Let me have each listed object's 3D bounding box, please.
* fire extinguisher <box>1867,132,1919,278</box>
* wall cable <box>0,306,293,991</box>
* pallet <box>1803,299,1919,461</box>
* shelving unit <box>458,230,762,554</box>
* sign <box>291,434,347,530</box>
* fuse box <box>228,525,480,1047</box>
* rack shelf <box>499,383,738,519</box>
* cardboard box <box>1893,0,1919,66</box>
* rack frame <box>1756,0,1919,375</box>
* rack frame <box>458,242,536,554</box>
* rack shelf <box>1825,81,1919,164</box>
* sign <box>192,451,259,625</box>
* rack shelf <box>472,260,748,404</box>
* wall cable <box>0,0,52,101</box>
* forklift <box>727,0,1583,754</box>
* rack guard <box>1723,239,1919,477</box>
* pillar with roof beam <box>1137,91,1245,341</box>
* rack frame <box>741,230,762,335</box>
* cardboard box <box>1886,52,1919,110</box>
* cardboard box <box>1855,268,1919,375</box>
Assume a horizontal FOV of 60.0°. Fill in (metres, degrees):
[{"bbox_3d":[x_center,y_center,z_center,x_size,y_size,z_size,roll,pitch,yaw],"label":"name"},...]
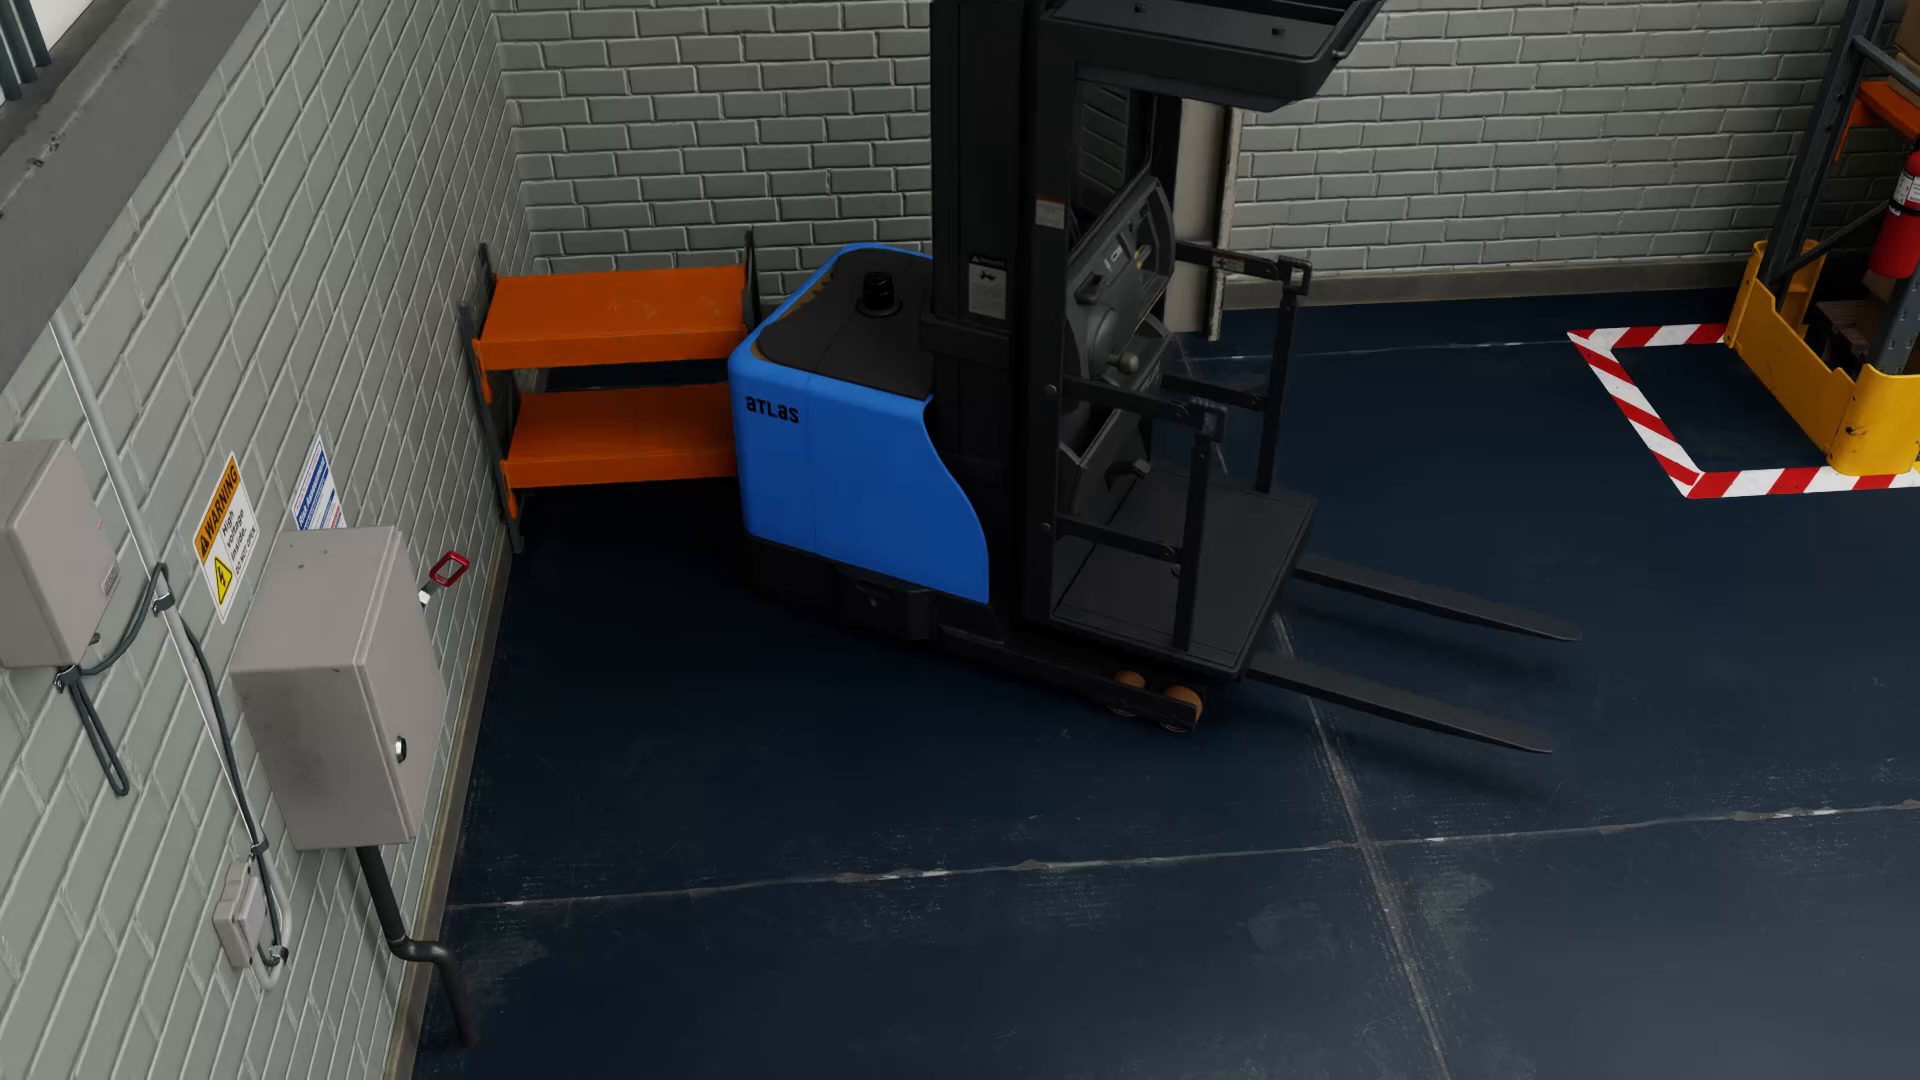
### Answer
[{"bbox_3d":[3.691,-1.341,6.392,0.183,0.674,0.296,-3,38,-4],"label":"fire extinguisher"},{"bbox_3d":[-1.512,0.302,3.126,0.122,1.984,0.588,-3,38,-4],"label":"wall cable"},{"bbox_3d":[4.666,-0.765,7.549,1.213,0.211,1.003,-3,38,-4],"label":"pallet"},{"bbox_3d":[-1.295,-0.573,6.549,1.048,1.125,0.538,-3,38,-3],"label":"shelving unit"},{"bbox_3d":[-1.666,0.015,4.386,0.001,0.494,0.329,-3,38,-4],"label":"sign"},{"bbox_3d":[-1.416,0.777,4.384,0.414,1.711,0.539,-3,38,-4],"label":"fuse box"},{"bbox_3d":[-1.291,-0.379,6.698,1.000,0.278,0.538,-3,38,-3],"label":"rack shelf"},{"bbox_3d":[4.231,-2.058,6.818,0.500,0.250,0.500,-2,38,-3],"label":"cardboard box"},{"bbox_3d":[3.796,-1.811,6.624,0.127,3.000,1.000,-3,38,-4],"label":"rack frame"},{"bbox_3d":[-1.802,-0.543,6.524,0.032,1.125,0.500,-3,38,-3],"label":"rack frame"},{"bbox_3d":[5.788,-1.638,6.986,4.000,0.370,1.077,-3,38,-4],"label":"rack shelf"},{"bbox_3d":[-1.617,-0.008,3.672,0.001,0.242,0.339,-3,38,-4],"label":"sign"},{"bbox_3d":[-1.300,-0.805,6.371,1.000,0.278,0.538,-3,38,-3],"label":"rack shelf"},{"bbox_3d":[-1.674,-2.818,3.026,0.133,3.039,2.988,-3,38,-4],"label":"wall cable"},{"bbox_3d":[0.721,-0.847,5.457,3.031,2.935,1.130,16,41,19],"label":"forklift"},{"bbox_3d":[3.872,-0.834,7.403,0.348,0.500,1.175,-3,38,-4],"label":"rack guard"},{"bbox_3d":[1.412,-1.918,1.916,0.400,9.000,9.100,-3,38,-4],"label":"pillar with roof beam"},{"bbox_3d":[-0.788,-0.602,6.574,0.032,1.125,0.500,-3,38,-3],"label":"rack frame"},{"bbox_3d":[4.103,-1.896,6.935,0.250,0.149,0.380,-4,38,-4],"label":"cardboard box"},{"bbox_3d":[4.414,-0.971,7.235,0.637,0.503,0.797,-5,39,-6],"label":"cardboard box"}]
